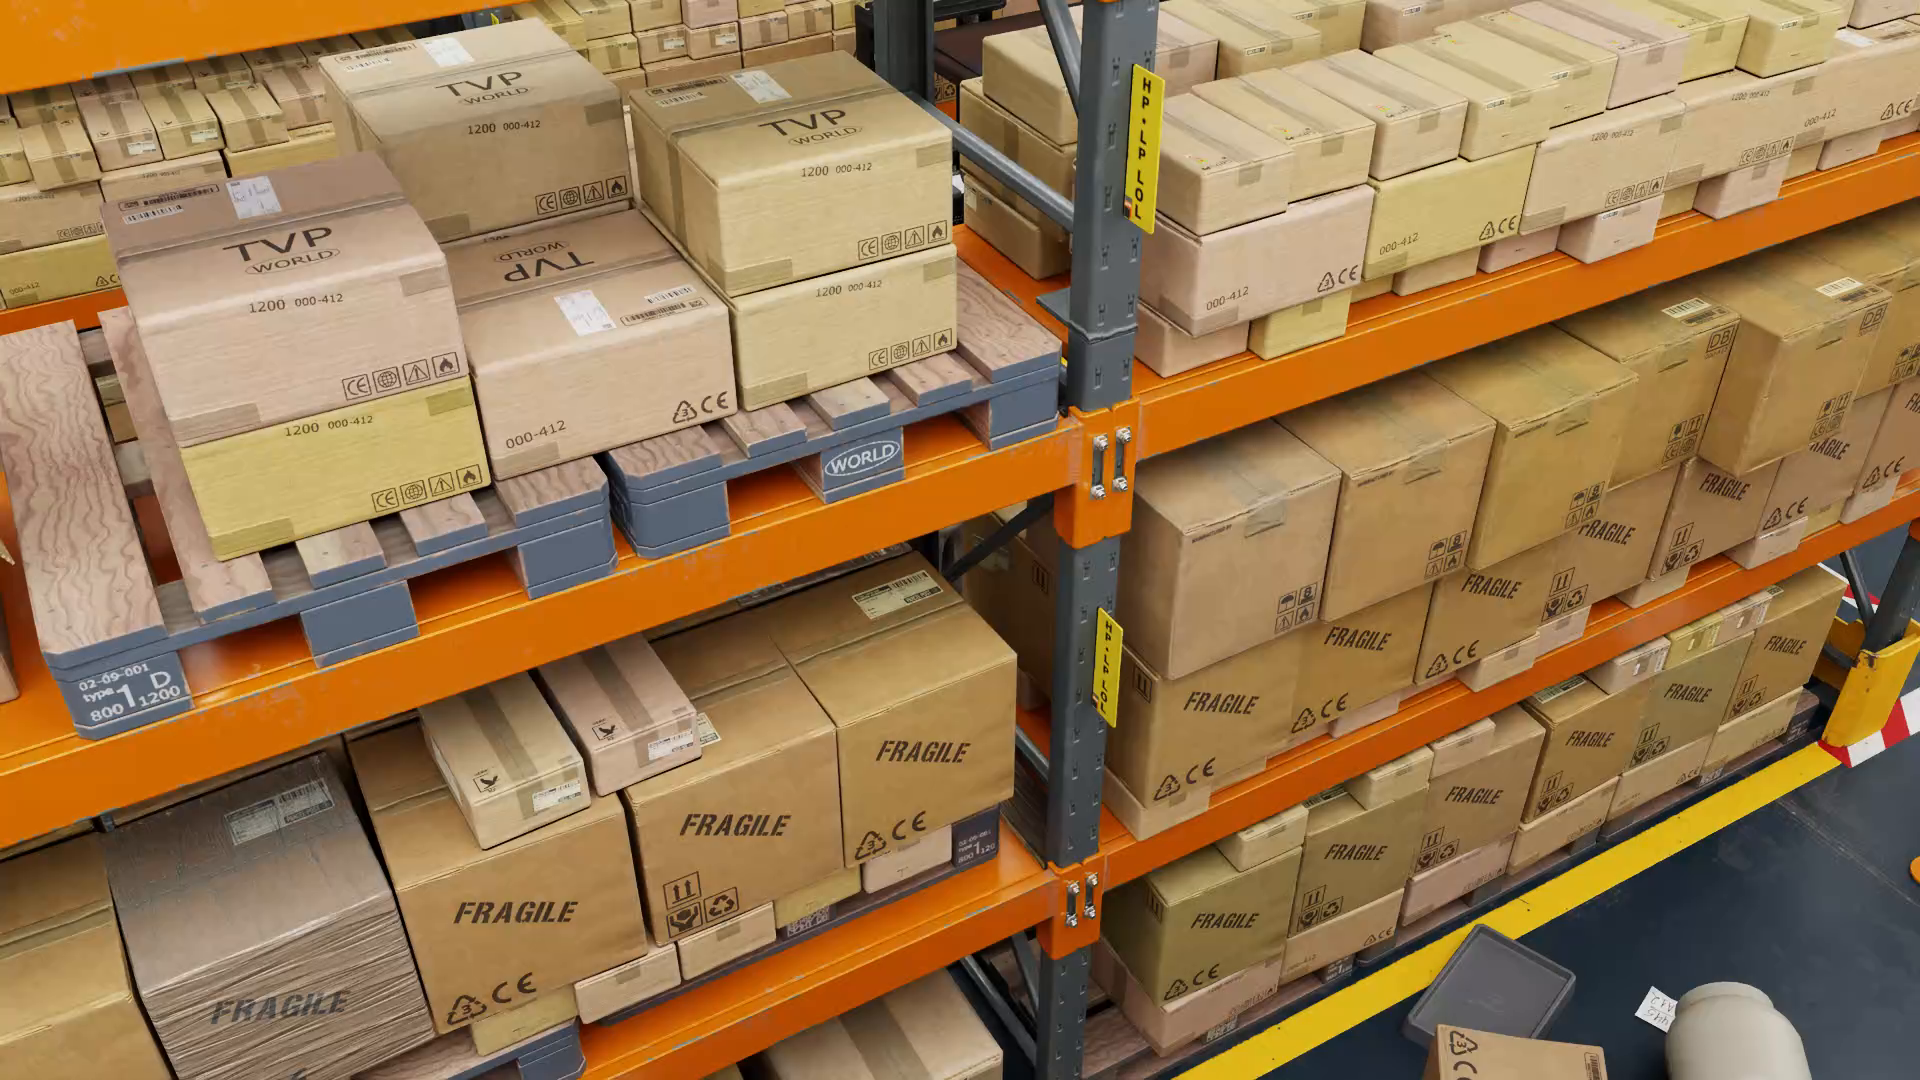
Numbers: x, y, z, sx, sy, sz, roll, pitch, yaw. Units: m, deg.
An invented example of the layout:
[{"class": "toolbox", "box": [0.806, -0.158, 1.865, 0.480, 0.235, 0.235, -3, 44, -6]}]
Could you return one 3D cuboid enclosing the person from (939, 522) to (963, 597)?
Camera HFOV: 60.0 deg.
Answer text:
[{"class": "person", "box": [-0.075, -0.035, 6.683, 0.549, 1.672, 0.548, -28, 45, -32]}]
